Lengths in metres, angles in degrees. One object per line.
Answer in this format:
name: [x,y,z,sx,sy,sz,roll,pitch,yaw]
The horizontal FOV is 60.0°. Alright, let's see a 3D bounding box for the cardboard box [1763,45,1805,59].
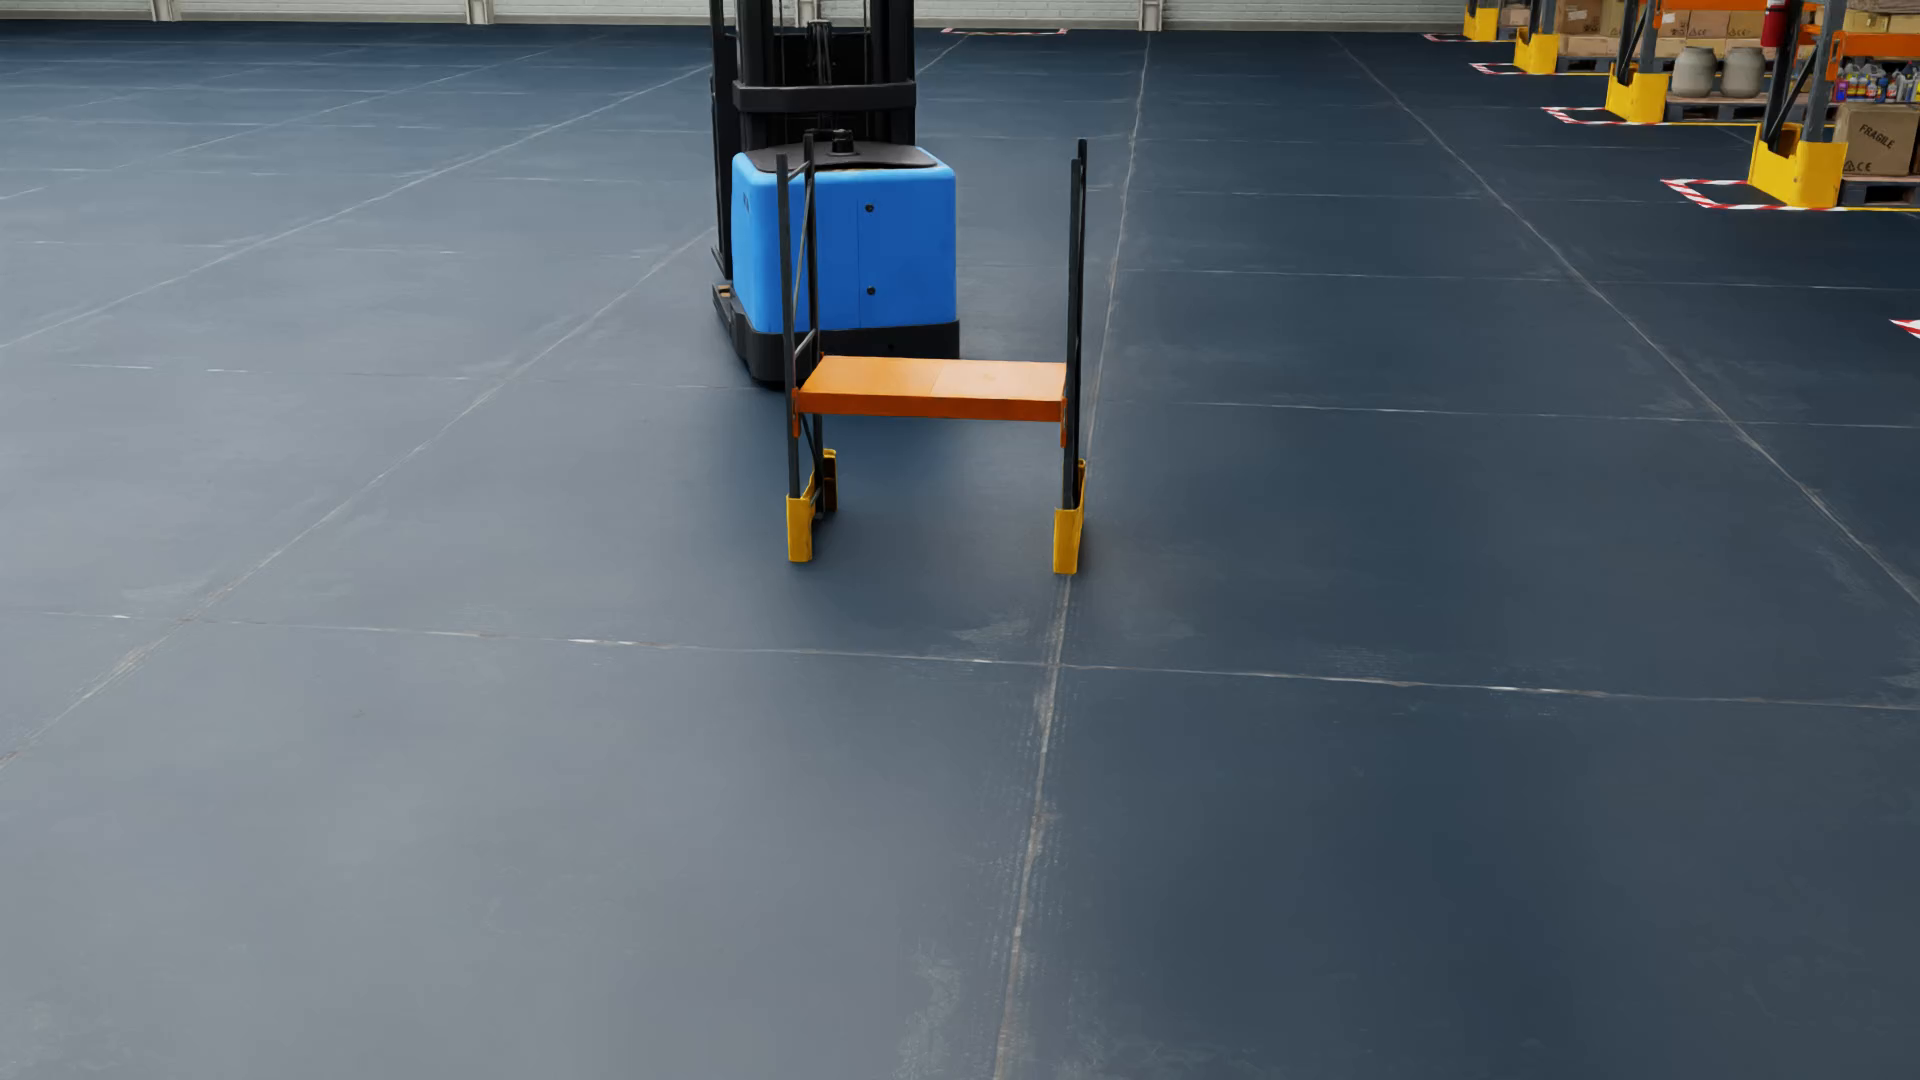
cardboard box: [10.852,-6.539,22.068,0.500,0.250,0.500,2,22,6]

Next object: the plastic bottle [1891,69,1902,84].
plastic bottle: [10.157,-4.971,18.047,0.097,0.271,0.097,0,22,0]

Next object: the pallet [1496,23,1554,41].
pallet: [9.319,-8.290,27.123,1.213,0.211,1.003,2,22,6]

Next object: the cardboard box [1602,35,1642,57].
cardboard box: [8.865,-6.622,22.277,0.500,0.250,0.500,2,22,6]

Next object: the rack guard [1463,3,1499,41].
rack guard: [8.516,-8.473,27.191,0.348,0.500,1.175,2,22,6]

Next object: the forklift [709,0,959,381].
forklift: [-0.845,-2.661,9.185,1.130,2.935,3.031,-5,22,-13]

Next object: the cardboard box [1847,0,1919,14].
cardboard box: [7.235,-4.364,12.858,0.500,0.500,0.875,2,22,6]

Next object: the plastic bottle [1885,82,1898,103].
plastic bottle: [9.781,-4.700,17.456,0.097,0.201,0.097,0,22,0]

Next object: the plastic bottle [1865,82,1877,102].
plastic bottle: [9.577,-4.709,17.479,0.097,0.201,0.097,0,22,0]

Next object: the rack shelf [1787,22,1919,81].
rack shelf: [8.678,-3.792,12.930,4.000,0.370,1.077,2,22,6]

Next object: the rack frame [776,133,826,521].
rack frame: [-0.590,-0.723,6.229,0.032,1.500,0.500,2,22,6]

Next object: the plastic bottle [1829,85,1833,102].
plastic bottle: [9.142,-4.728,17.527,0.097,0.201,0.097,0,22,0]

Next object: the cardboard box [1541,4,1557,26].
cardboard box: [9.684,-8.505,26.932,0.500,0.311,0.500,4,22,11]

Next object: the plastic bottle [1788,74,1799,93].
plastic bottle: [9.150,-5.005,18.228,0.097,0.201,0.097,0,22,0]

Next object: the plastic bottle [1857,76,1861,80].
plastic bottle: [9.729,-4.927,18.029,0.097,0.201,0.097,0,22,0]

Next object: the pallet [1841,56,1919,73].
pallet: [12.570,-6.342,22.195,1.213,0.211,1.003,2,22,6]

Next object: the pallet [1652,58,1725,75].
pallet: [9.834,-6.462,22.496,1.213,0.211,1.003,2,22,6]

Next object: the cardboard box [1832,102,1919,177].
cardboard box: [7.310,-3.213,13.315,0.500,0.500,0.500,7,23,16]

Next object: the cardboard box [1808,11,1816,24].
cardboard box: [11.410,-7.056,22.357,0.500,0.500,0.500,2,22,6]

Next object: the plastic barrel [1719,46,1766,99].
plastic barrel: [8.435,-5.037,17.914,0.421,0.512,0.421,0,22,0]

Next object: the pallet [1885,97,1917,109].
pallet: [10.585,-4.596,17.778,1.213,0.211,1.003,2,22,6]

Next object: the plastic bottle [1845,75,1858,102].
plastic bottle: [9.379,-4.750,17.488,0.097,0.271,0.097,0,22,0]

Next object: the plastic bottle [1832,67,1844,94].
plastic bottle: [9.535,-5.013,18.146,0.135,0.276,0.152,2,22,5]

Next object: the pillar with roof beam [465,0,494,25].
pillar with roof beam: [-9.144,-11.921,24.353,0.400,9.000,9.100,2,22,6]

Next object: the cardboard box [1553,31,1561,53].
cardboard box: [8.429,-6.831,22.807,0.500,0.250,0.500,2,22,6]

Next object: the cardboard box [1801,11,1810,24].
cardboard box: [10.852,-6.888,21.932,0.500,0.500,0.500,2,22,6]

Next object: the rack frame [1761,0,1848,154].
rack frame: [6.692,-4.213,13.017,0.127,3.000,1.000,2,22,6]

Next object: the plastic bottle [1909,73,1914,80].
plastic bottle: [10.049,-4.773,17.529,0.133,0.283,0.061,2,22,6]

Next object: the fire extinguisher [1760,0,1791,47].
fire extinguisher: [6.633,-4.350,13.469,0.183,0.674,0.296,2,22,6]

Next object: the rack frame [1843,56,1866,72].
rack frame: [11.834,-7.657,21.727,0.127,3.000,1.000,2,22,6]

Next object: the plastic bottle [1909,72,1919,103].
plastic bottle: [10.062,-4.766,17.420,0.185,0.351,0.144,2,22,6]

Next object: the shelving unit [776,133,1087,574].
shelving unit: [-0.076,-0.701,6.172,1.083,1.500,0.587,2,22,6]

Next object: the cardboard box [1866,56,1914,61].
cardboard box: [12.205,-6.465,21.882,0.500,0.250,0.500,2,22,5]

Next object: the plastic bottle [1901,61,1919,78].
plastic bottle: [10.307,-5.016,18.051,0.185,0.351,0.144,2,22,4]

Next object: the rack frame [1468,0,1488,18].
rack frame: [8.441,-9.638,26.740,0.127,3.000,1.000,2,22,6]

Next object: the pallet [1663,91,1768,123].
pallet: [8.162,-4.701,18.045,1.213,0.211,1.003,2,22,6]

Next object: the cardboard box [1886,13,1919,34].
cardboard box: [7.193,-3.979,12.766,0.250,0.149,0.380,2,22,6]

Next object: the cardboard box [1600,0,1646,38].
cardboard box: [8.865,-6.970,22.138,0.500,0.500,0.500,2,22,6]

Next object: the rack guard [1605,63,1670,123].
rack guard: [7.356,-4.873,18.085,0.348,0.500,1.175,2,22,6]

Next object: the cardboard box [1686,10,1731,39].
cardboard box: [9.857,-6.925,22.024,0.500,0.500,0.500,2,22,6]

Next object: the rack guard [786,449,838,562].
rack guard: [-0.570,-0.141,6.457,0.087,0.250,0.587,2,22,6]

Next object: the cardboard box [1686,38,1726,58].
cardboard box: [9.857,-6.576,22.163,0.500,0.250,0.500,2,22,6]

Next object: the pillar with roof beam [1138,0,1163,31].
pillar with roof beam: [2.773,-11.402,23.040,0.400,9.000,9.100,2,22,6]

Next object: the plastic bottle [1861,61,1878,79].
plastic bottle: [9.885,-5.034,18.098,0.185,0.351,0.144,2,22,6]
